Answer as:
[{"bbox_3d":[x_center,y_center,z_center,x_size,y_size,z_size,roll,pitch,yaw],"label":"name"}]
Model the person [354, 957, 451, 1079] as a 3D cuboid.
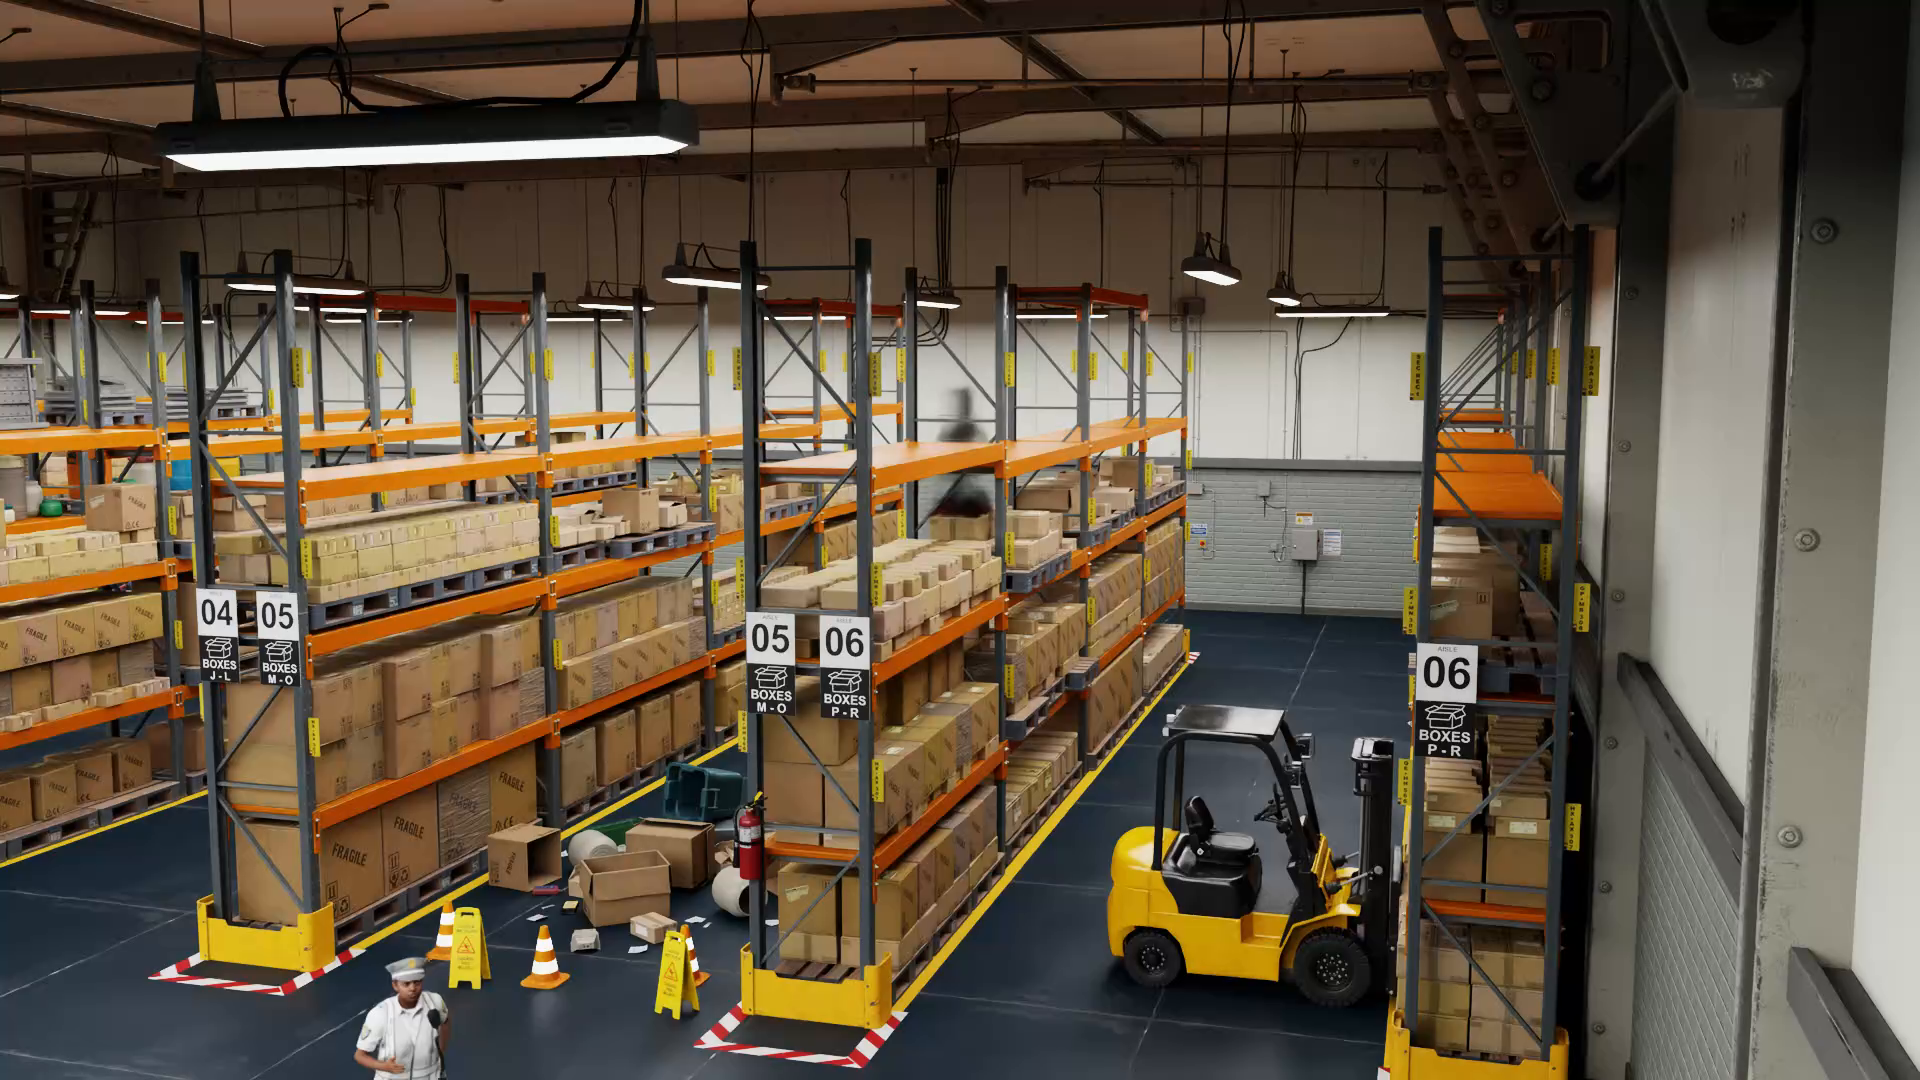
[{"bbox_3d":[-3.243,3.249,9.733,0.555,1.747,0.816,-2,7,-21],"label":"person"}]
